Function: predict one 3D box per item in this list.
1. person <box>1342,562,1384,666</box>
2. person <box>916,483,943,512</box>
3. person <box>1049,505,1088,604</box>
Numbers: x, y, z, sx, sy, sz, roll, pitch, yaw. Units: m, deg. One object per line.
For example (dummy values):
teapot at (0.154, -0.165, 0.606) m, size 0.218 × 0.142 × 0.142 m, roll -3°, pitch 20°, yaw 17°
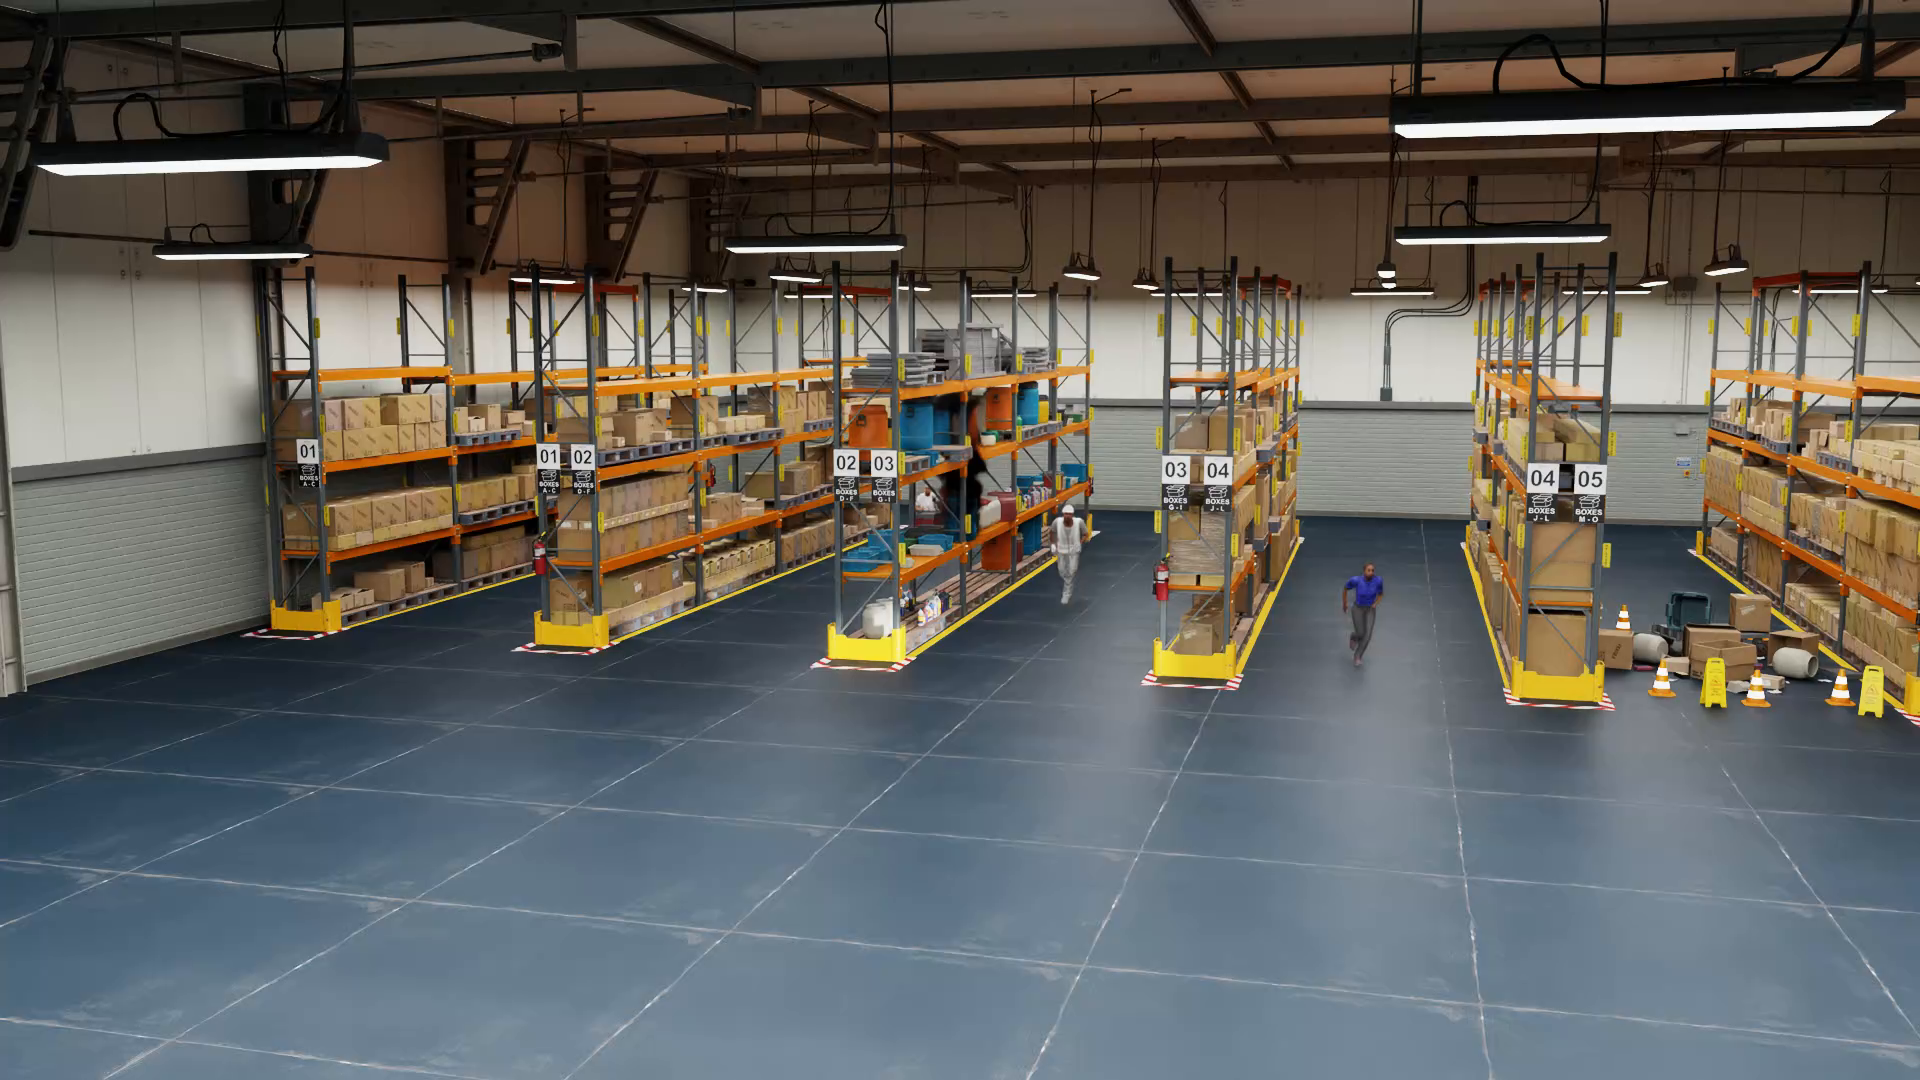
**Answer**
person at (6.029, 1.105, 24.865) m, size 0.563 × 1.563 × 0.696 m, roll -1°, pitch 7°, yaw -7°
person at (-0.685, -0.408, 36.276) m, size 0.627 × 1.703 × 0.936 m, roll 1°, pitch 7°, yaw 6°
person at (1.887, 0.226, 28.845) m, size 0.678 × 1.720 × 0.817 m, roll 1°, pitch 7°, yaw 4°
